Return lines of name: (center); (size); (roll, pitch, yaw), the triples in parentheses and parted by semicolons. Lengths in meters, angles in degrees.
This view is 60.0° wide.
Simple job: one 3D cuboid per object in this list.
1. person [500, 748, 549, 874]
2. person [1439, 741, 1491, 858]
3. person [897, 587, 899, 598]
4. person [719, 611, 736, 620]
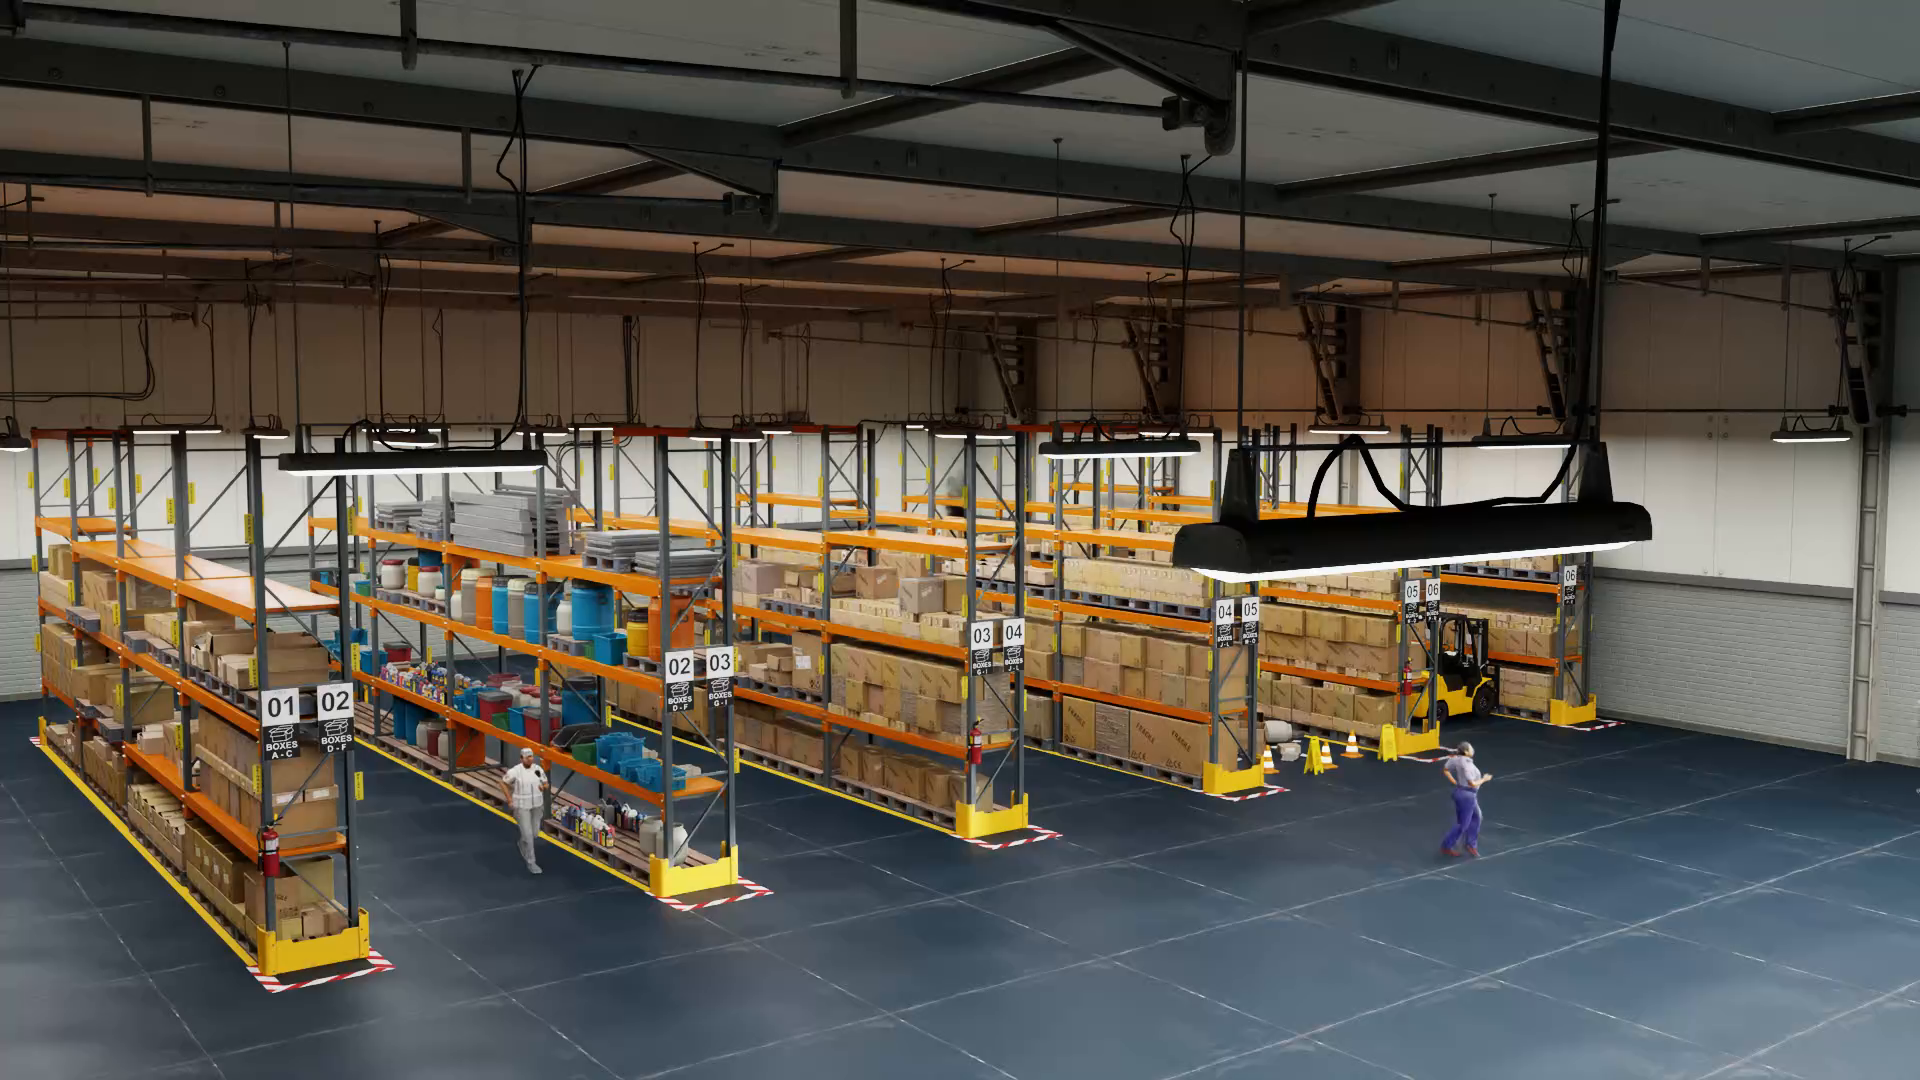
person: (-5.964, 3.685, 22.936); (0.605, 1.644, 0.943); (-4, 6, -40)
person: (7.107, 3.677, 23.416); (0.708, 1.704, 0.585); (0, 4, 2)
person: (-1.557, 1.942, 44.895); (0.686, 1.786, 0.717); (0, 4, 3)
person: (-5.711, 2.169, 41.572); (1.096, 1.762, 0.737); (-3, 5, -34)
